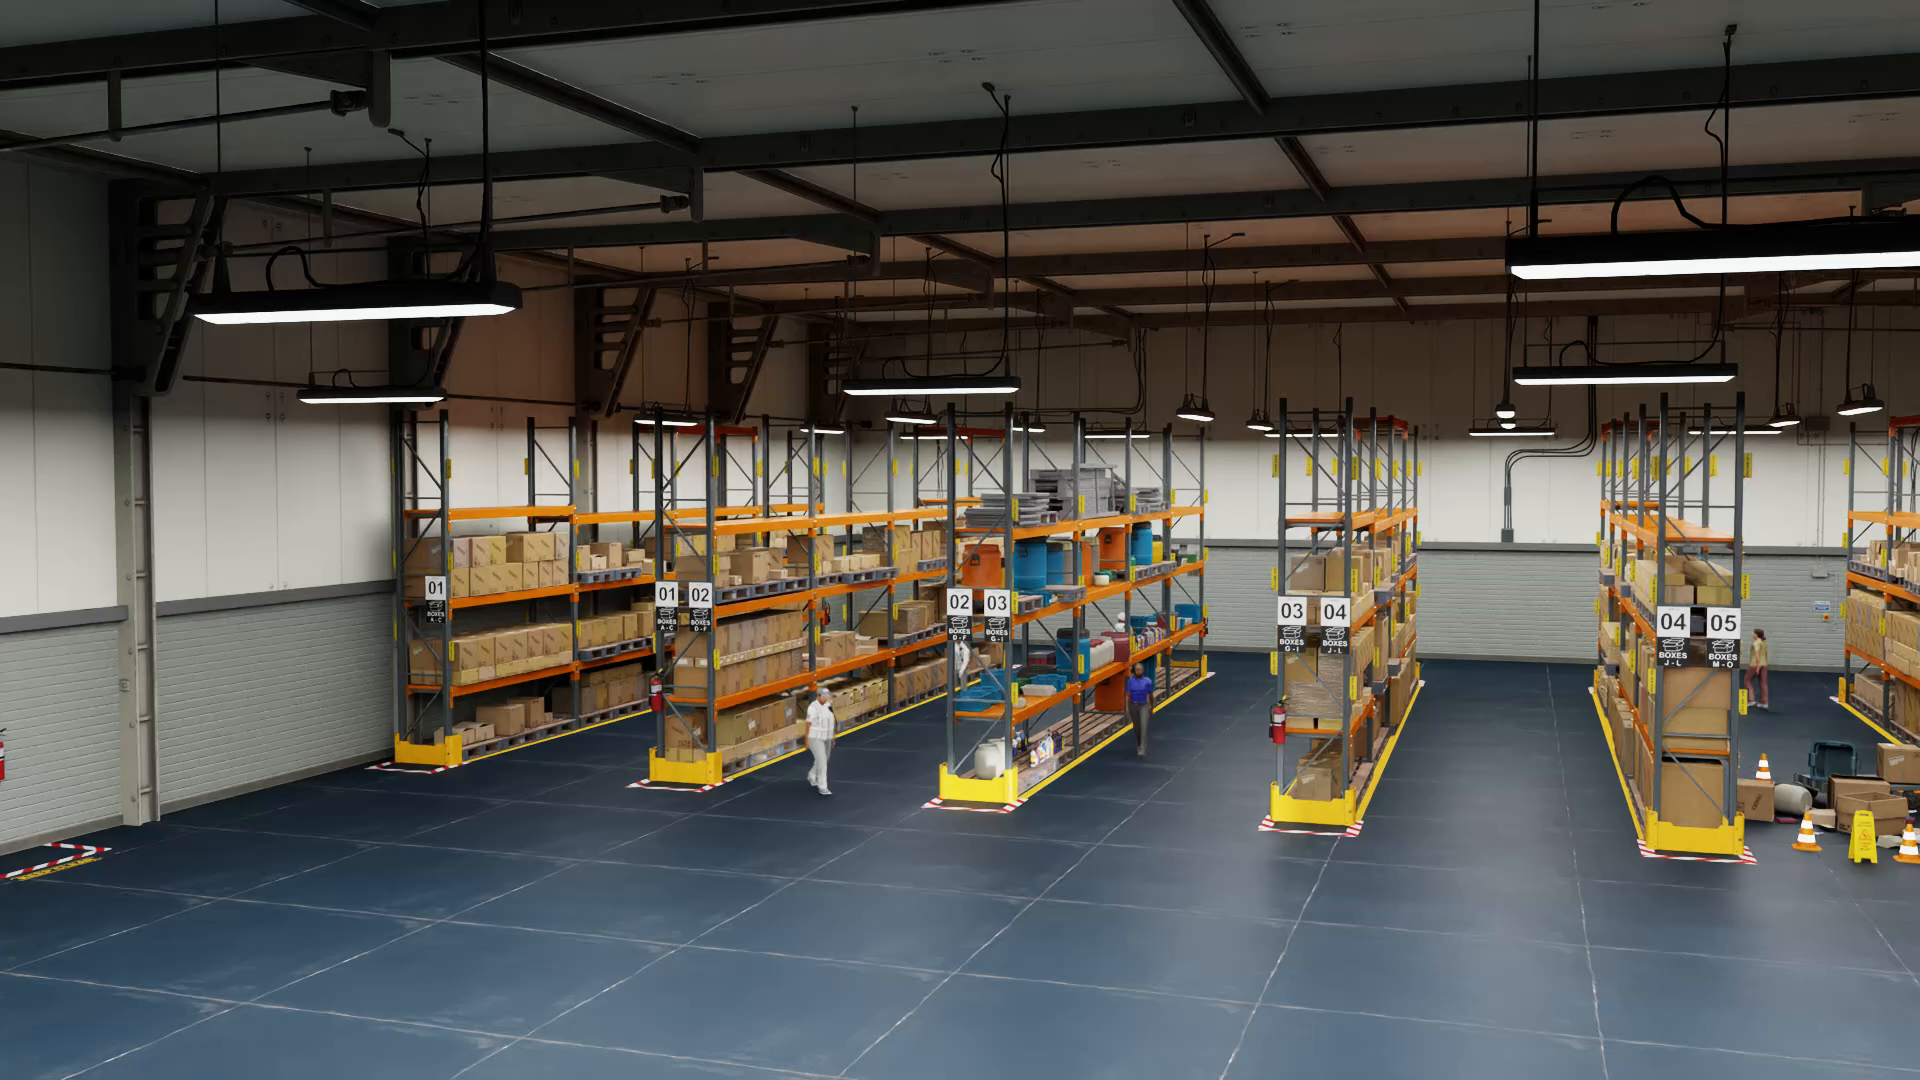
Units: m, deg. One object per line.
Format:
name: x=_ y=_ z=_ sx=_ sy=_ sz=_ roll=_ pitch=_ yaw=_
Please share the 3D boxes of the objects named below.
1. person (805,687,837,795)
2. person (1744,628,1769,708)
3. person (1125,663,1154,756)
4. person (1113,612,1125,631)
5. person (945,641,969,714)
person: x=-2.181 y=3.079 z=25.810 sx=0.834 sy=1.625 sz=0.508 roll=2 pitch=3 yaw=38
person: x=16.727 y=2.694 z=34.763 sx=0.461 sy=1.694 sz=0.566 roll=0 pitch=2 yaw=-11
person: x=3.112 y=2.939 z=28.925 sx=0.480 sy=1.599 sz=1.037 roll=1 pitch=3 yaw=24
person: x=3.720 y=2.517 z=38.406 sx=0.678 sy=1.688 sz=0.837 roll=-1 pitch=3 yaw=-18
person: x=-0.052 y=2.706 z=34.221 sx=0.503 sy=1.680 sz=0.789 roll=1 pitch=3 yaw=26
